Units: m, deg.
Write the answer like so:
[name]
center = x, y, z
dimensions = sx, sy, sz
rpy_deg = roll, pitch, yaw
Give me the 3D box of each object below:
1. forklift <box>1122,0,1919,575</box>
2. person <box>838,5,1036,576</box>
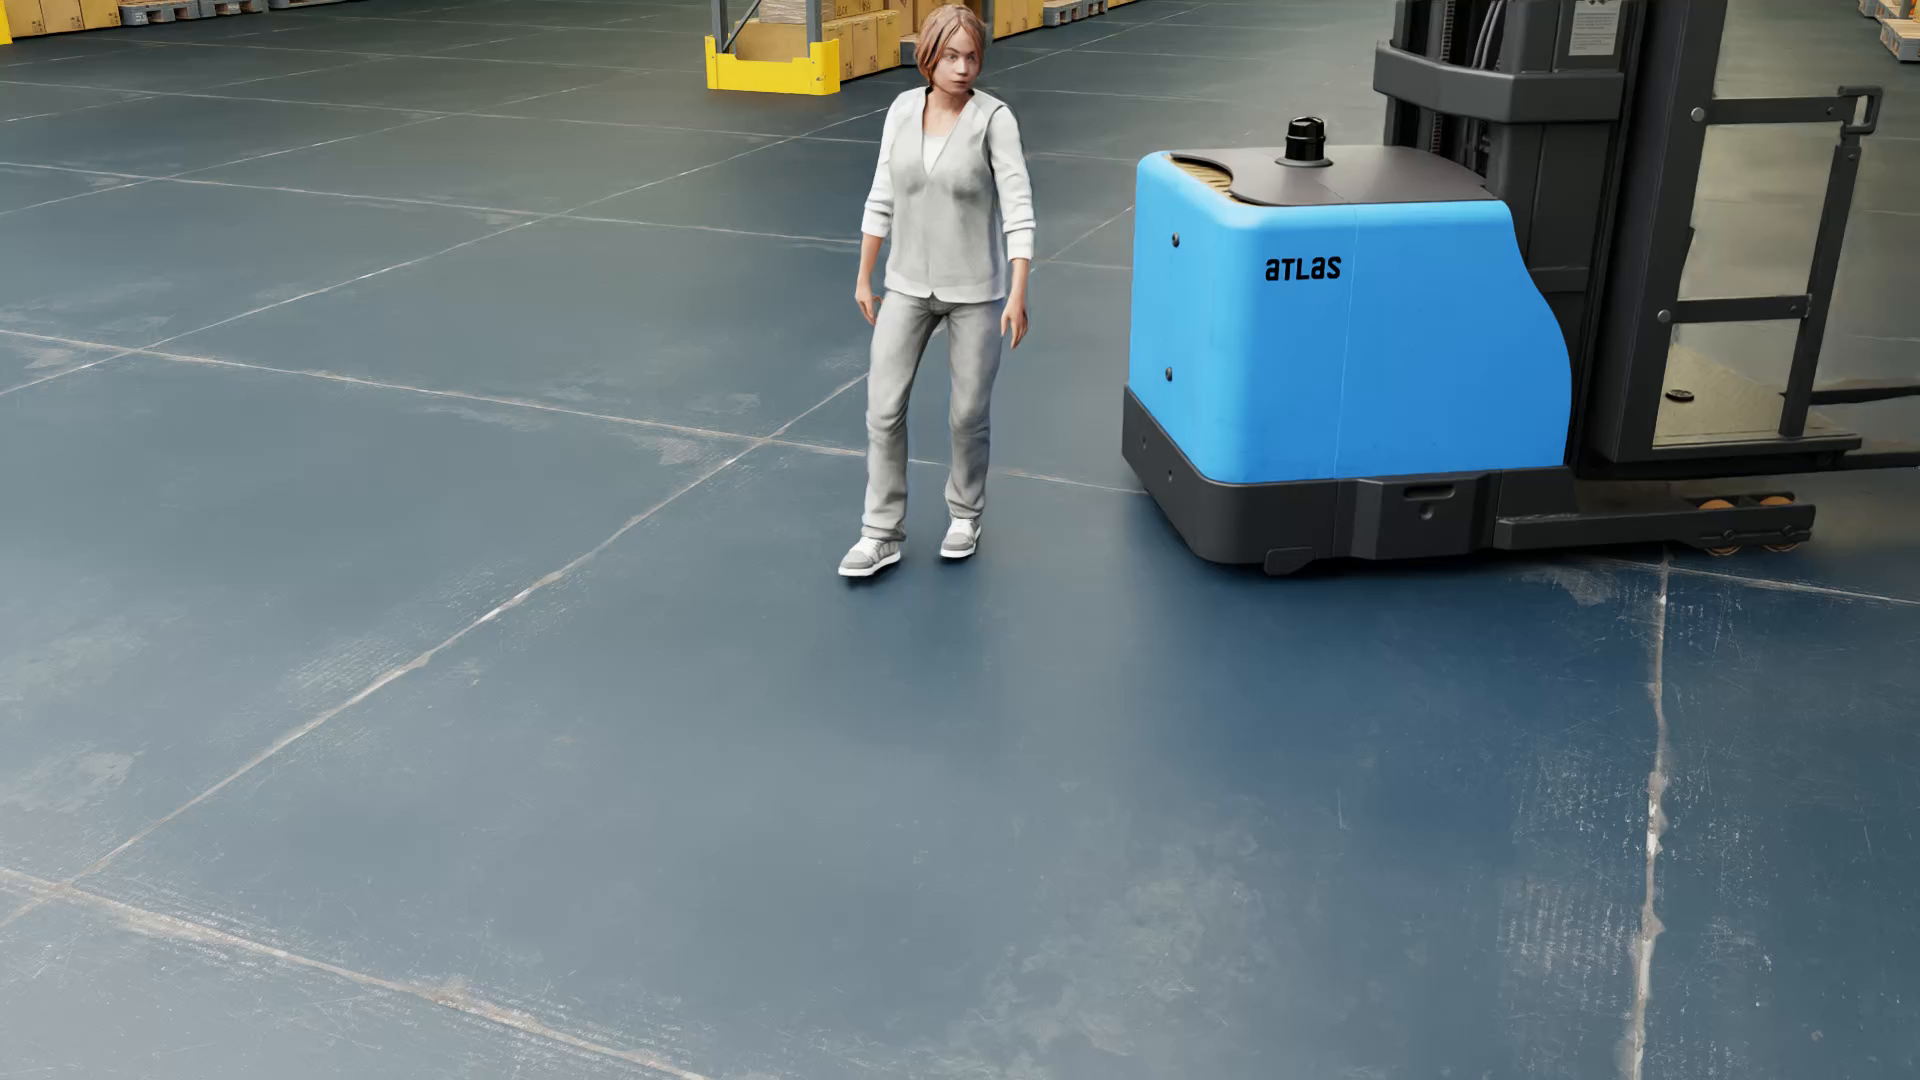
[forklift]
center = 2.107, -1.501, 4.884
dimensions = 3.031, 2.935, 1.130
rpy_deg = -3, 23, -8
[person]
center = -0.059, -0.666, 4.646
dimensions = 0.552, 1.578, 0.543
rpy_deg = 6, 23, 14
